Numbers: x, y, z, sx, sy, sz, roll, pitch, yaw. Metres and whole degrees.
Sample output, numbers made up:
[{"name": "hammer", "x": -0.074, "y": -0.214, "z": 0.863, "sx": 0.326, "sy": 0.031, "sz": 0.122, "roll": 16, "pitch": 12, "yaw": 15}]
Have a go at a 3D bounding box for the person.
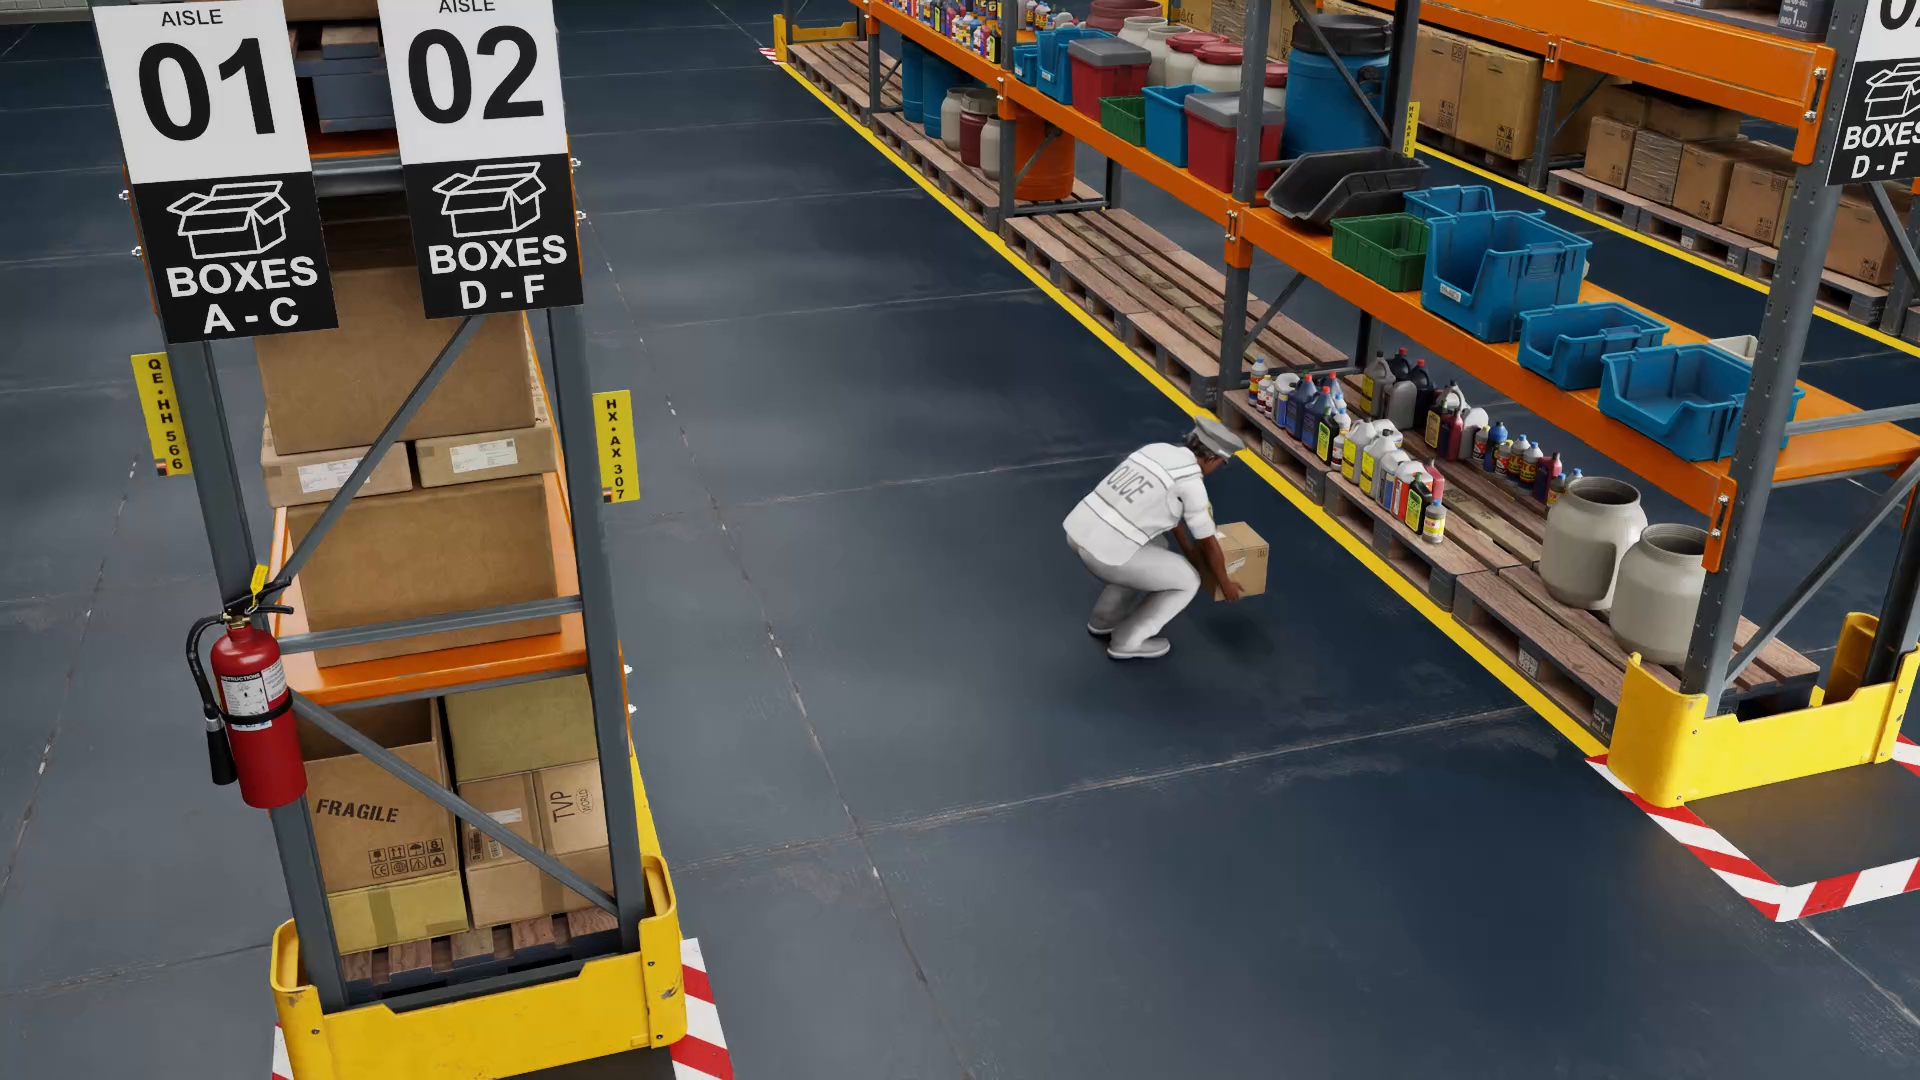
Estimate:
[{"name": "person", "x": 0.862, "y": -0.022, "z": 7.388, "sx": 0.833, "sy": 1.019, "sz": 0.487, "roll": -8, "pitch": 28, "yaw": -16}]
